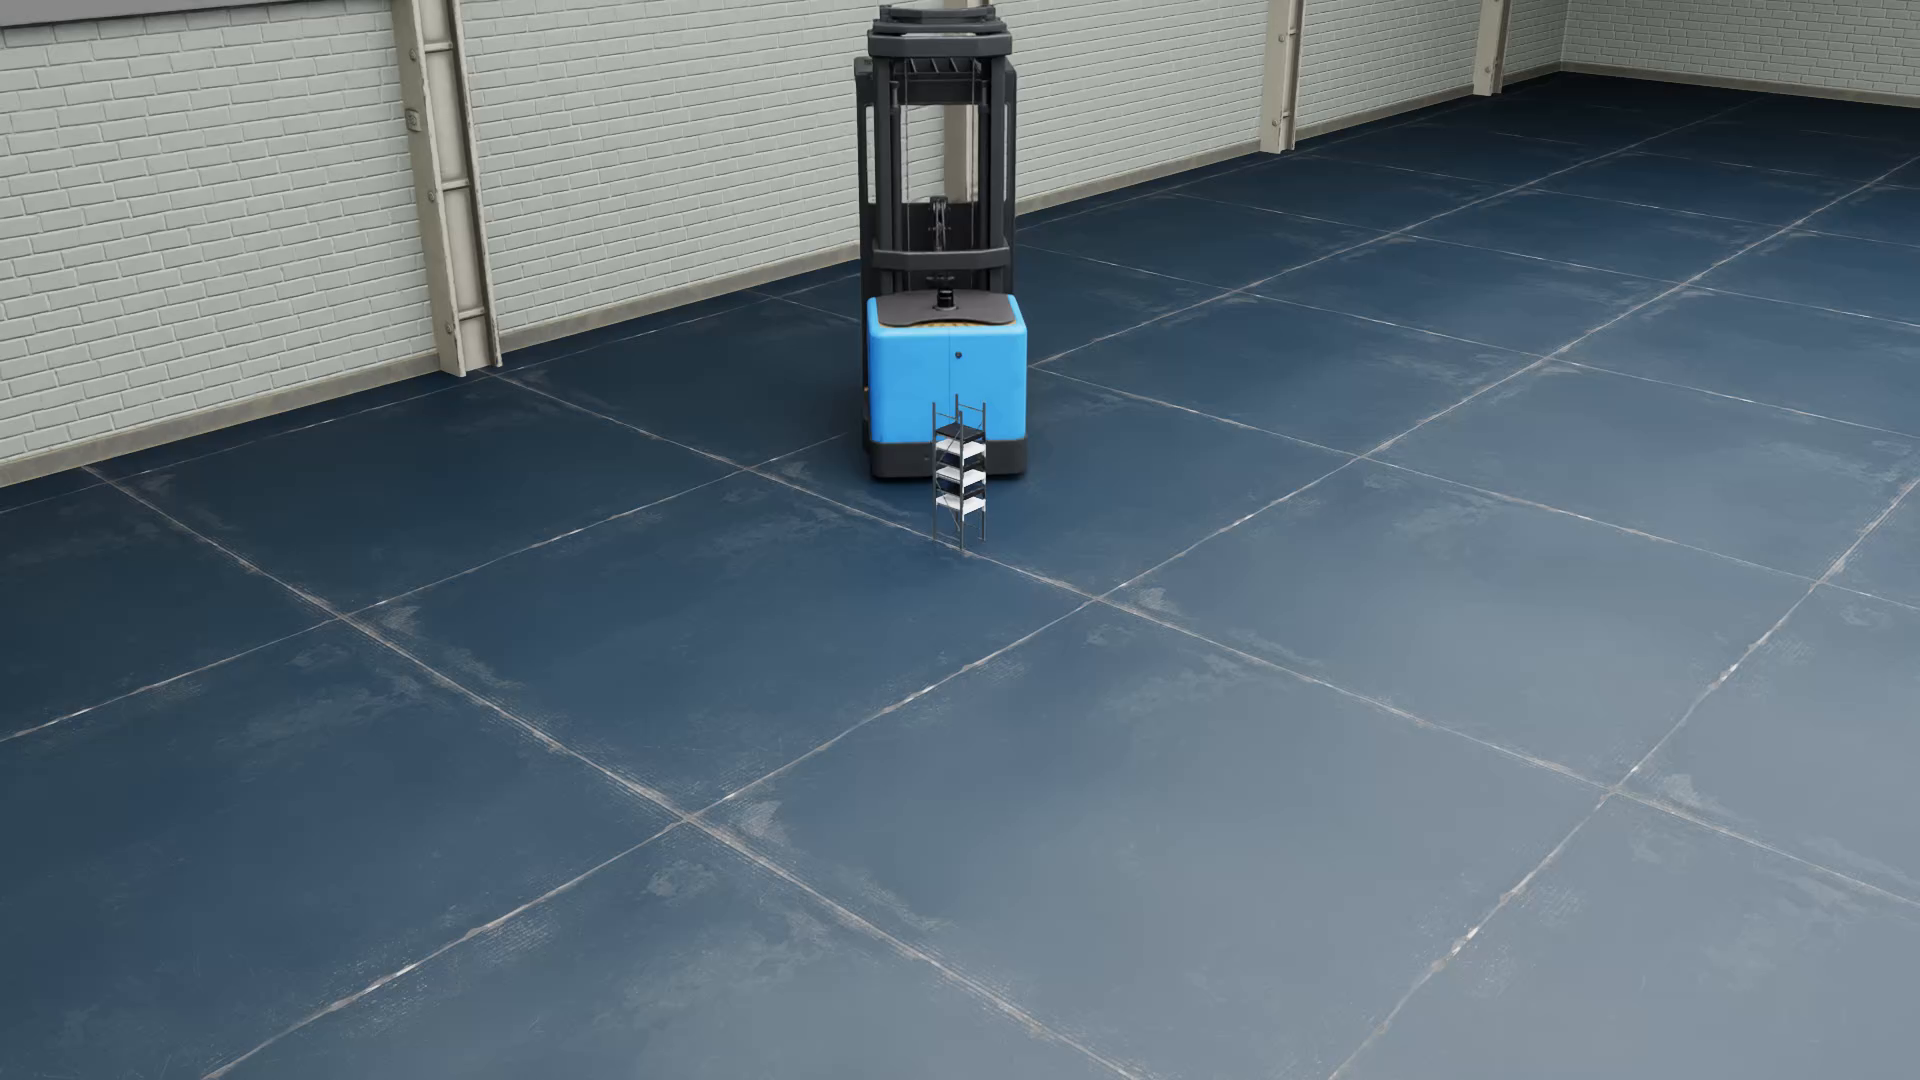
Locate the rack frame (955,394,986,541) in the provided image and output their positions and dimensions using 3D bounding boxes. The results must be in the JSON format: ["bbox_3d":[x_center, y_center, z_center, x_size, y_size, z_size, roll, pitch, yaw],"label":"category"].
[{"bbox_3d":[0.062,-0.439,10.129,0.240,0.900,0.006,20,31,38],"label":"rack frame"}]

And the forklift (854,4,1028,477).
[{"bbox_3d":[-0.178,-2.315,11.832,1.130,2.935,3.031,-2,24,-4],"label":"forklift"}]

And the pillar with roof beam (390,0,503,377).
[{"bbox_3d":[-0.718,-4.317,8.879,9.100,9.000,0.400,20,31,38],"label":"pillar with roof beam"}]

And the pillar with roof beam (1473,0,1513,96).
[{"bbox_3d":[11.296,-9.801,21.111,9.100,9.000,0.400,20,31,38],"label":"pillar with roof beam"}]

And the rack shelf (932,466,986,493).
[{"bbox_3d":[-0.005,-0.378,10.074,0.258,0.077,0.200,20,31,38],"label":"rack shelf"}]

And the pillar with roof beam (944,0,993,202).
[{"bbox_3d":[3.287,-6.145,12.956,9.100,9.000,0.400,20,31,38],"label":"pillar with roof beam"}]

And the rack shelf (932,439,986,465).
[{"bbox_3d":[-0.005,-0.542,10.000,0.258,0.077,0.200,20,31,38],"label":"rack shelf"}]

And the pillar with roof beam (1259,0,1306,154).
[{"bbox_3d":[7.291,-7.973,17.033,9.100,9.000,0.400,20,31,38],"label":"pillar with roof beam"}]

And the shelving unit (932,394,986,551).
[{"bbox_3d":[-0.005,-0.408,10.060,0.258,0.900,0.210,20,31,38],"label":"shelving unit"}]

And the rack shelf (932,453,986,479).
[{"bbox_3d":[-0.005,-0.460,10.037,0.258,0.077,0.200,20,31,38],"label":"rack shelf"}]

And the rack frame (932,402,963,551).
[{"bbox_3d":[-0.073,-0.377,9.991,0.240,0.900,0.006,20,31,38],"label":"rack frame"}]

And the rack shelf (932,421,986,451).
[{"bbox_3d":[-0.005,-0.624,9.964,0.258,0.077,0.200,20,31,38],"label":"rack shelf"}]

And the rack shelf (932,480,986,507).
[{"bbox_3d":[-0.005,-0.296,10.111,0.258,0.077,0.200,20,31,38],"label":"rack shelf"}]

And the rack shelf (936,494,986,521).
[{"bbox_3d":[-0.005,-0.213,10.148,0.258,0.077,0.200,20,31,38],"label":"rack shelf"}]
